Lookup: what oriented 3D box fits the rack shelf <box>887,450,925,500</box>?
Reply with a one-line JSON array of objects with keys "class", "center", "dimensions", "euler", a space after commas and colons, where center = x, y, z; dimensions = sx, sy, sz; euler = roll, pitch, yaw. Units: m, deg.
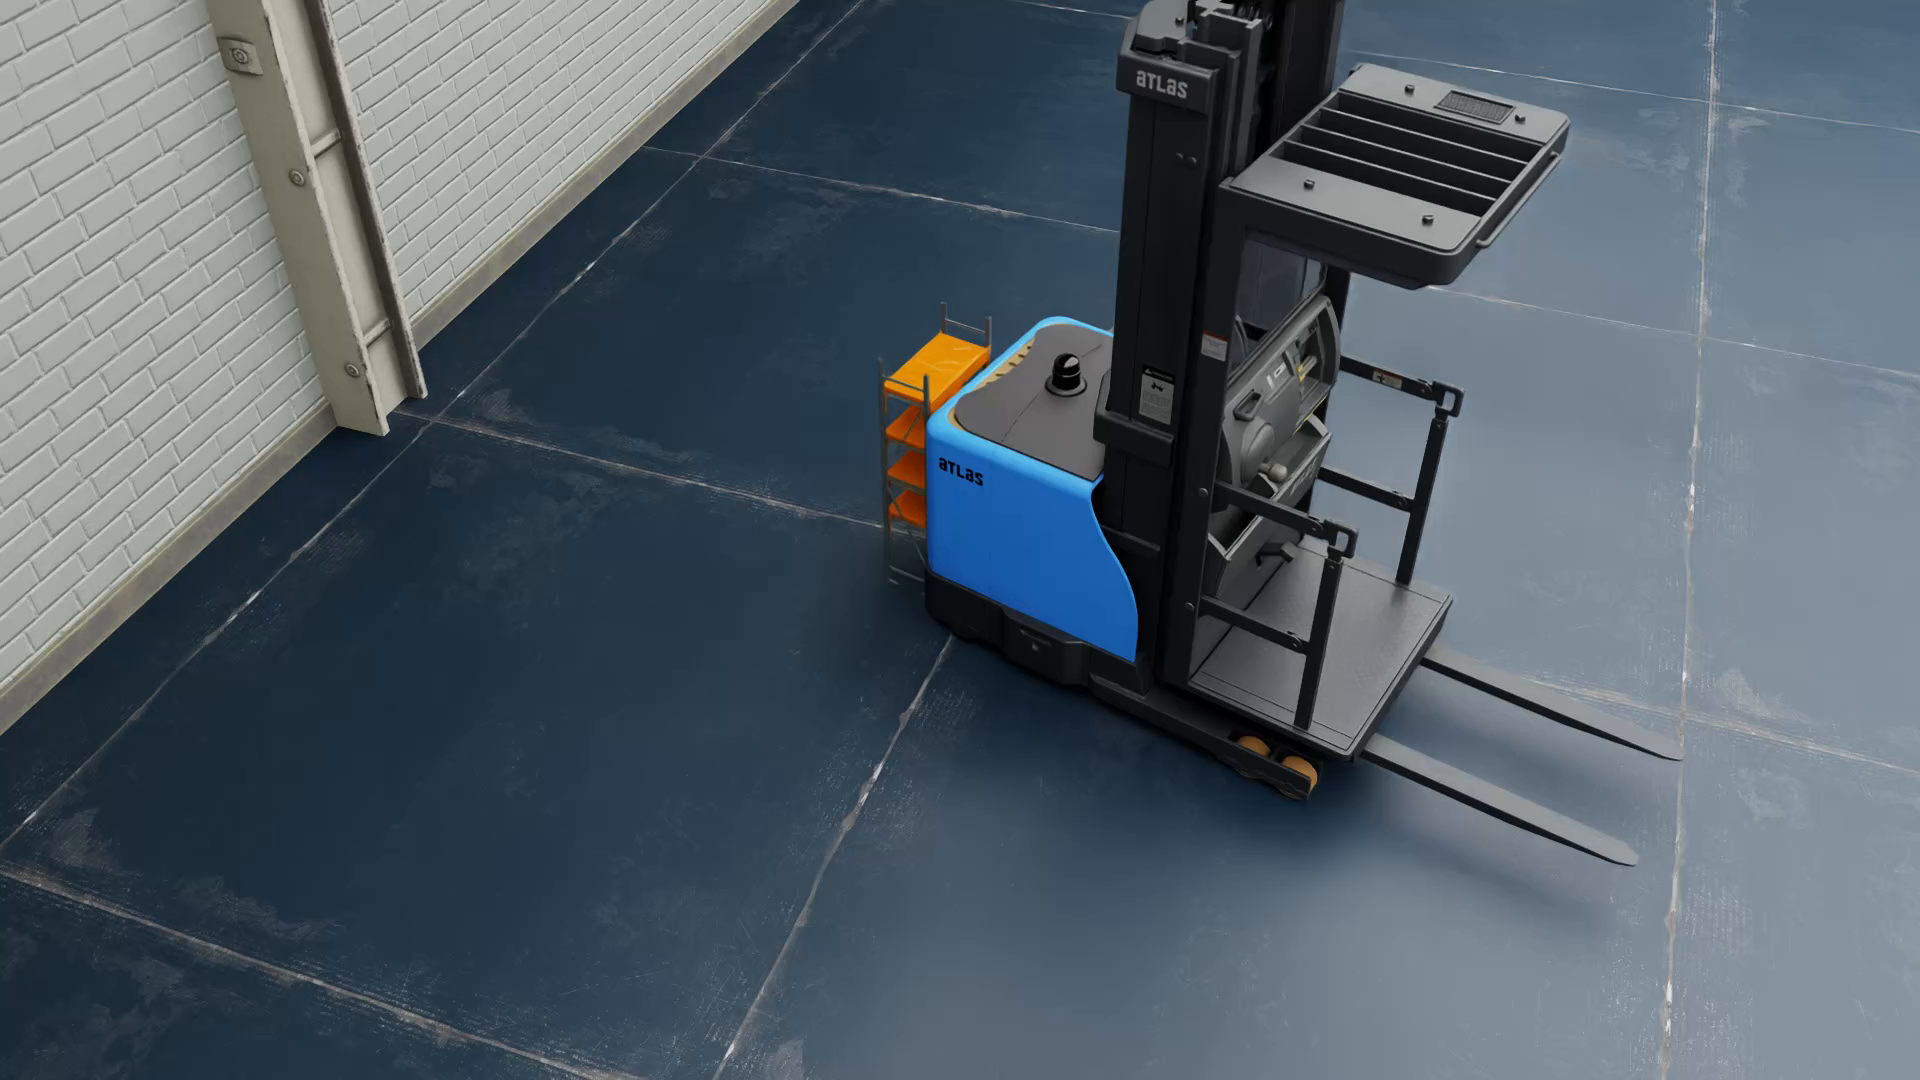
[{"class": "rack shelf", "center": [-0.102, -0.322, 7.260], "dimensions": [0.258, 0.148, 0.480], "euler": [21, 45, 23]}]

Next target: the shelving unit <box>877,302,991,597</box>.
[{"class": "shelving unit", "center": [-0.102, -0.373, 7.217], "dimensions": [0.258, 1.200, 0.503], "euler": [21, 45, 23]}]

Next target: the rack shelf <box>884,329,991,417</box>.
[{"class": "rack shelf", "center": [-0.102, -0.672, 6.962], "dimensions": [0.258, 0.148, 0.480], "euler": [21, 45, 23]}]

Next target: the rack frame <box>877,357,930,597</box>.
[{"class": "rack frame", "center": [-0.228, -0.238, 7.058], "dimensions": [0.240, 1.200, 0.015], "euler": [21, 45, 23]}]

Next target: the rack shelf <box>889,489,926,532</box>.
[{"class": "rack shelf", "center": [-0.102, -0.171, 7.389], "dimensions": [0.258, 0.148, 0.480], "euler": [21, 45, 23]}]

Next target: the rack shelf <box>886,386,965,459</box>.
[{"class": "rack shelf", "center": [-0.102, -0.492, 7.115], "dimensions": [0.258, 0.148, 0.480], "euler": [21, 45, 23]}]

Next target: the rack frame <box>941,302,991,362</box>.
[{"class": "rack frame", "center": [0.025, -0.509, 7.376], "dimensions": [0.240, 1.200, 0.015], "euler": [21, 45, 23]}]

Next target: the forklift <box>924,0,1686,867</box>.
[{"class": "forklift", "center": [1.356, -0.498, 6.030], "dimensions": [3.031, 2.935, 1.130], "euler": [24, 46, 25]}]

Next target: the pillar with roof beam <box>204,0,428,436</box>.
[{"class": "pillar with roof beam", "center": [1.088, -3.141, 4.452], "dimensions": [9.100, 9.000, 0.400], "euler": [13, 42, 15]}]
